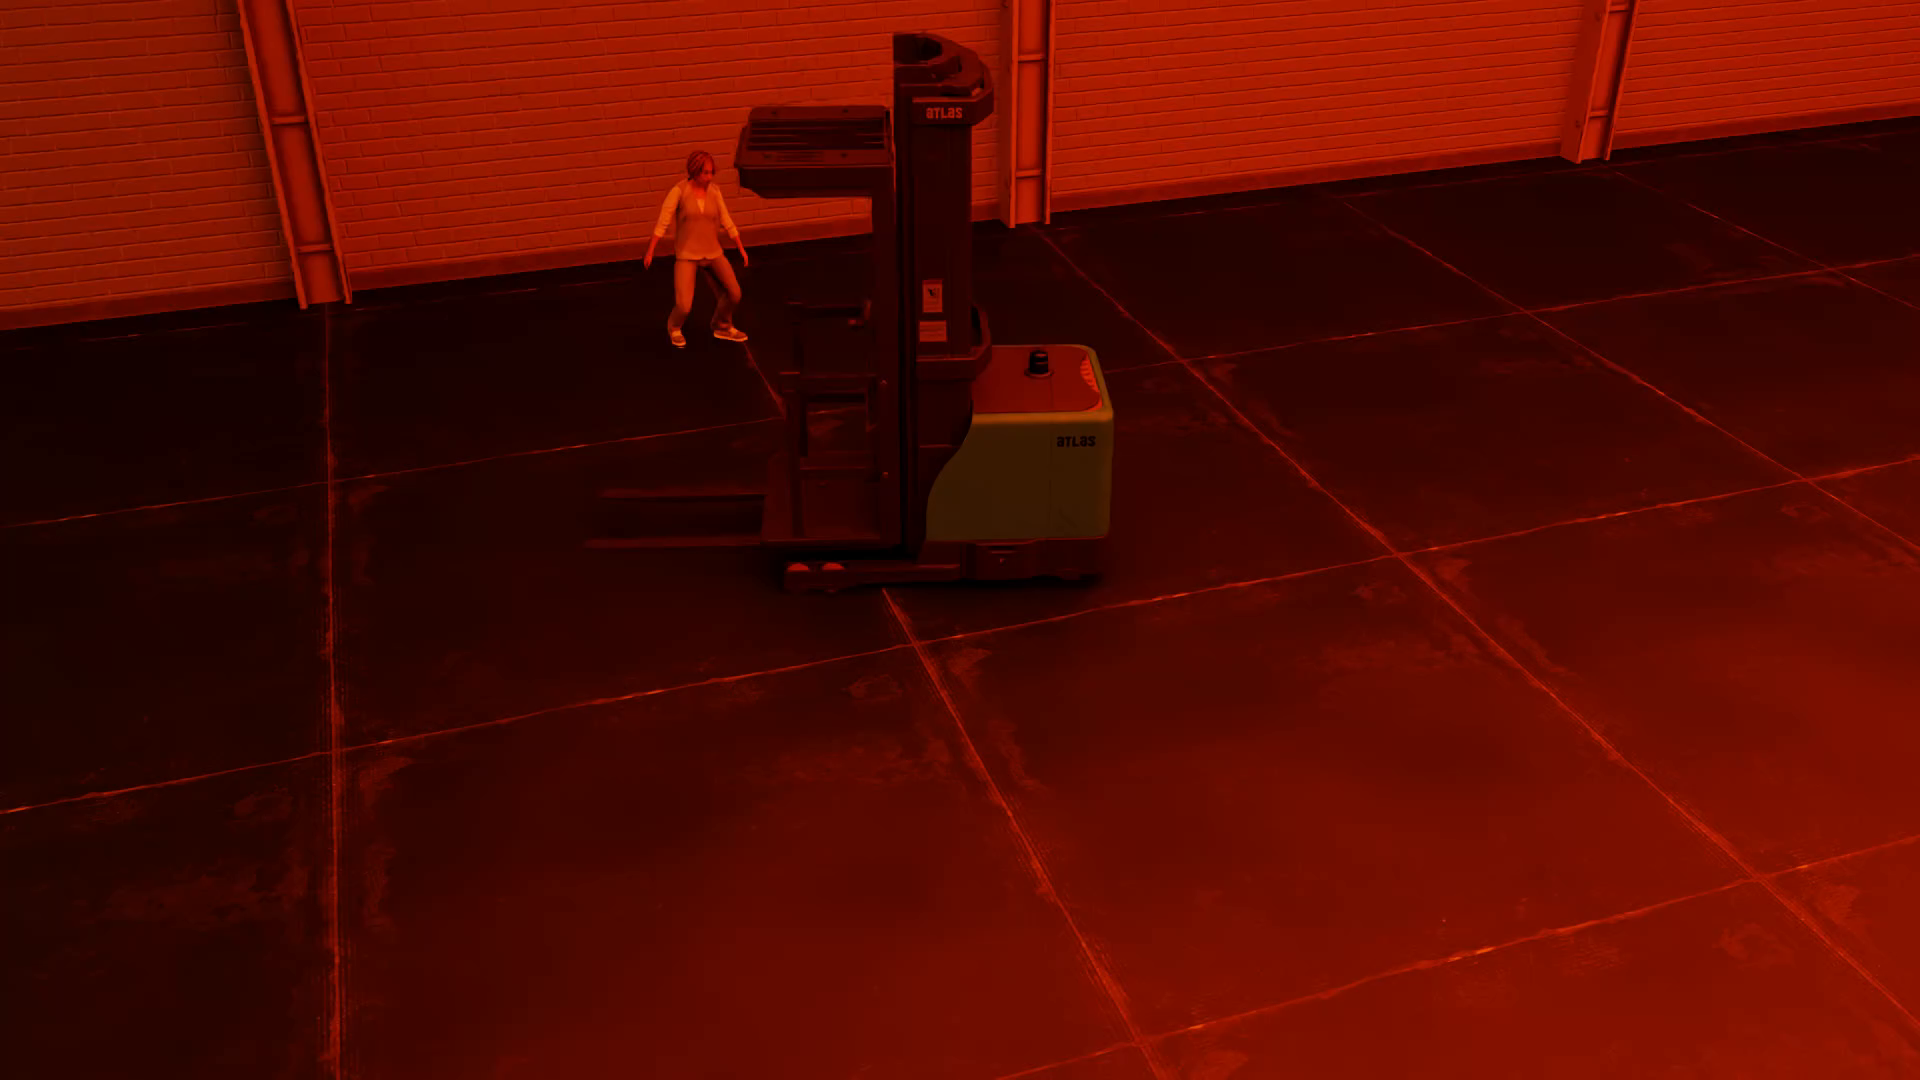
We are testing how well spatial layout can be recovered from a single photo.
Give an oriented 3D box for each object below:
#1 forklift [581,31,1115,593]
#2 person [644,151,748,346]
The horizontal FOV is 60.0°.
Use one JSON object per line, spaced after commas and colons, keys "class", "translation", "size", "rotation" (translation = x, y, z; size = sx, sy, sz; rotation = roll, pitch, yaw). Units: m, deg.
{"class": "forklift", "translation": [-0.670, -1.237, 9.237], "size": [3.031, 2.935, 1.130], "rotation": [-1, 30, -3]}
{"class": "person", "translation": [-1.930, -2.091, 12.160], "size": [0.754, 1.511, 0.452], "rotation": [-14, 33, -23]}
